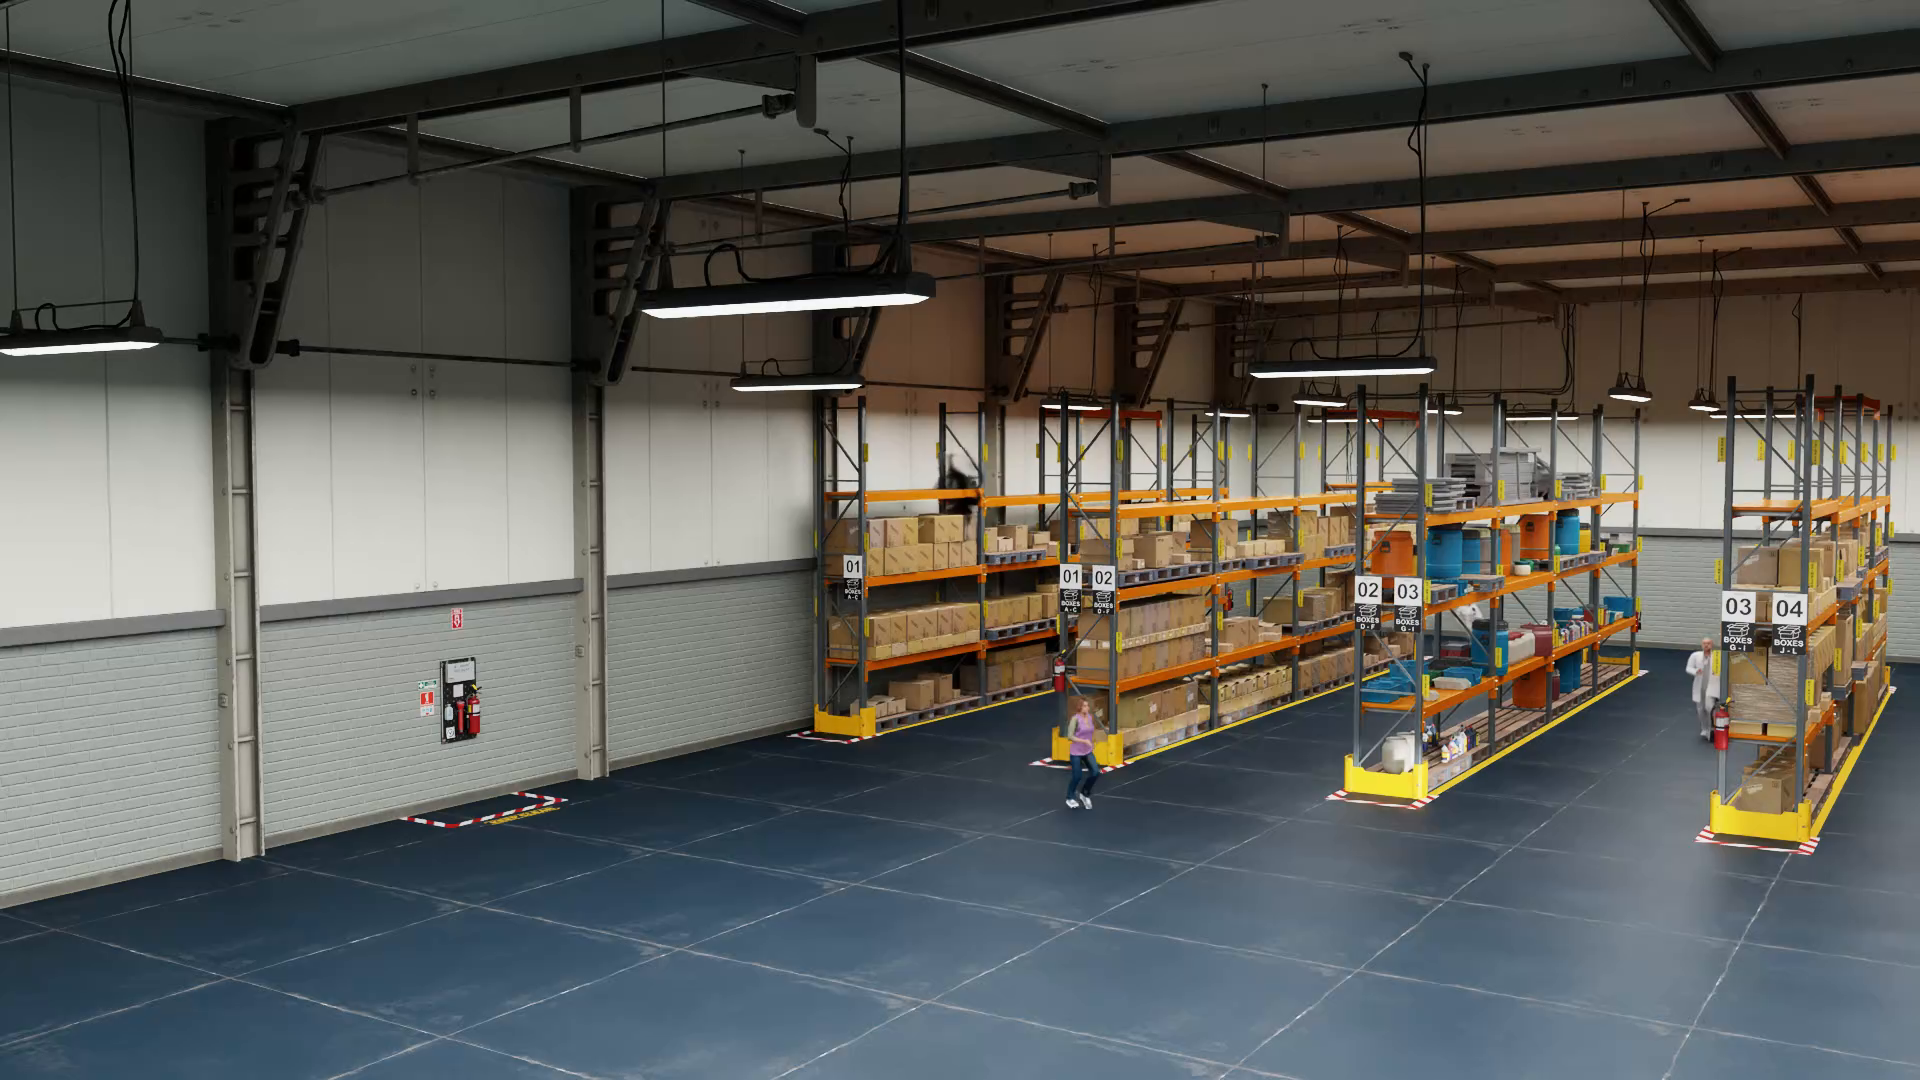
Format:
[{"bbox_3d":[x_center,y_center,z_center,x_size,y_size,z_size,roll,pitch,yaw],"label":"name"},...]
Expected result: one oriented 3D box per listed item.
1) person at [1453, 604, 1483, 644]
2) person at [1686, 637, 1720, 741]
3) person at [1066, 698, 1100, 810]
[{"bbox_3d":[12.051,2.102,39.387,0.624,1.695,0.822,0,3,-3],"label":"person"},{"bbox_3d":[13.005,2.600,28.959,0.674,1.807,0.782,2,4,37],"label":"person"},{"bbox_3d":[1.706,2.988,23.211,0.504,1.582,0.670,-2,3,-31],"label":"person"}]
